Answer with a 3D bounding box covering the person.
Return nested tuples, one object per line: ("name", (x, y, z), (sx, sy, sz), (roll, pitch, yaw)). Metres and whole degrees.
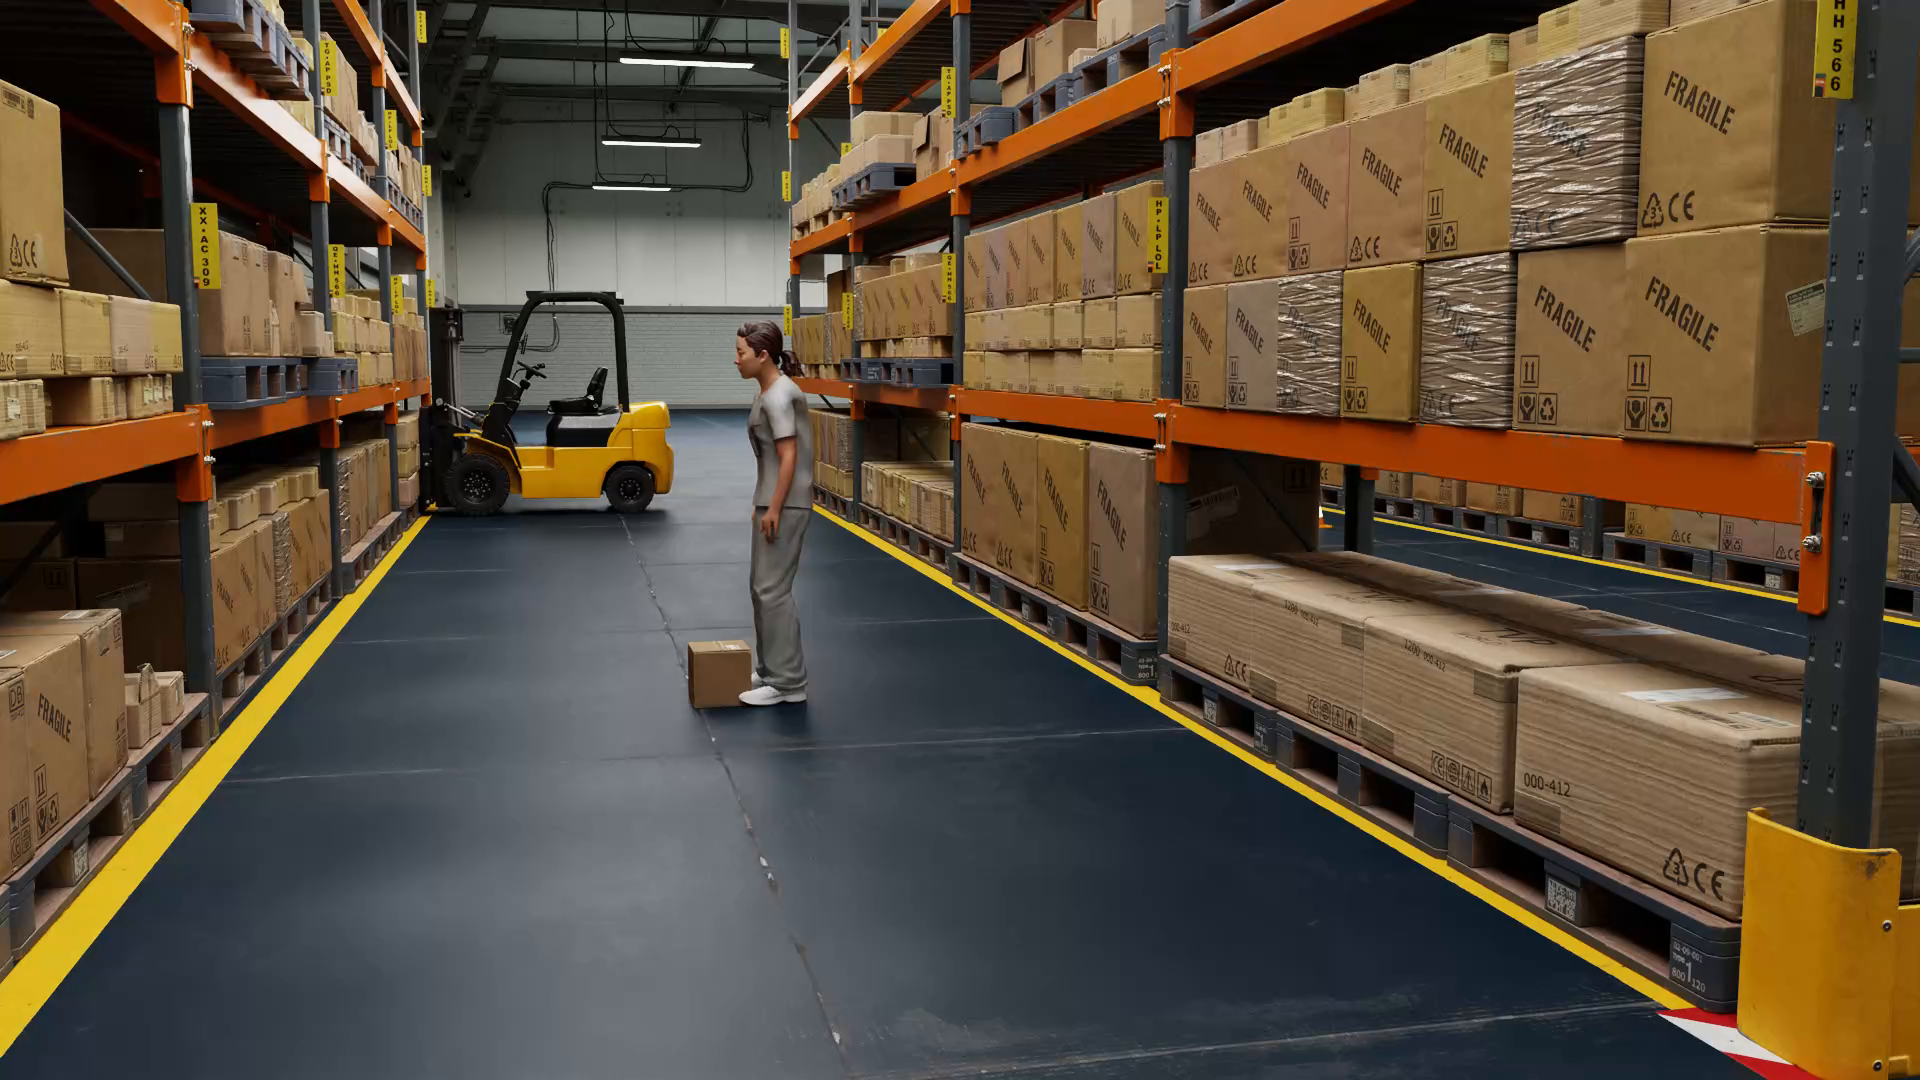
("person", (-0.821, -0.127, 7.310), (0.359, 1.673, 0.485), (-1, 6, -13))
